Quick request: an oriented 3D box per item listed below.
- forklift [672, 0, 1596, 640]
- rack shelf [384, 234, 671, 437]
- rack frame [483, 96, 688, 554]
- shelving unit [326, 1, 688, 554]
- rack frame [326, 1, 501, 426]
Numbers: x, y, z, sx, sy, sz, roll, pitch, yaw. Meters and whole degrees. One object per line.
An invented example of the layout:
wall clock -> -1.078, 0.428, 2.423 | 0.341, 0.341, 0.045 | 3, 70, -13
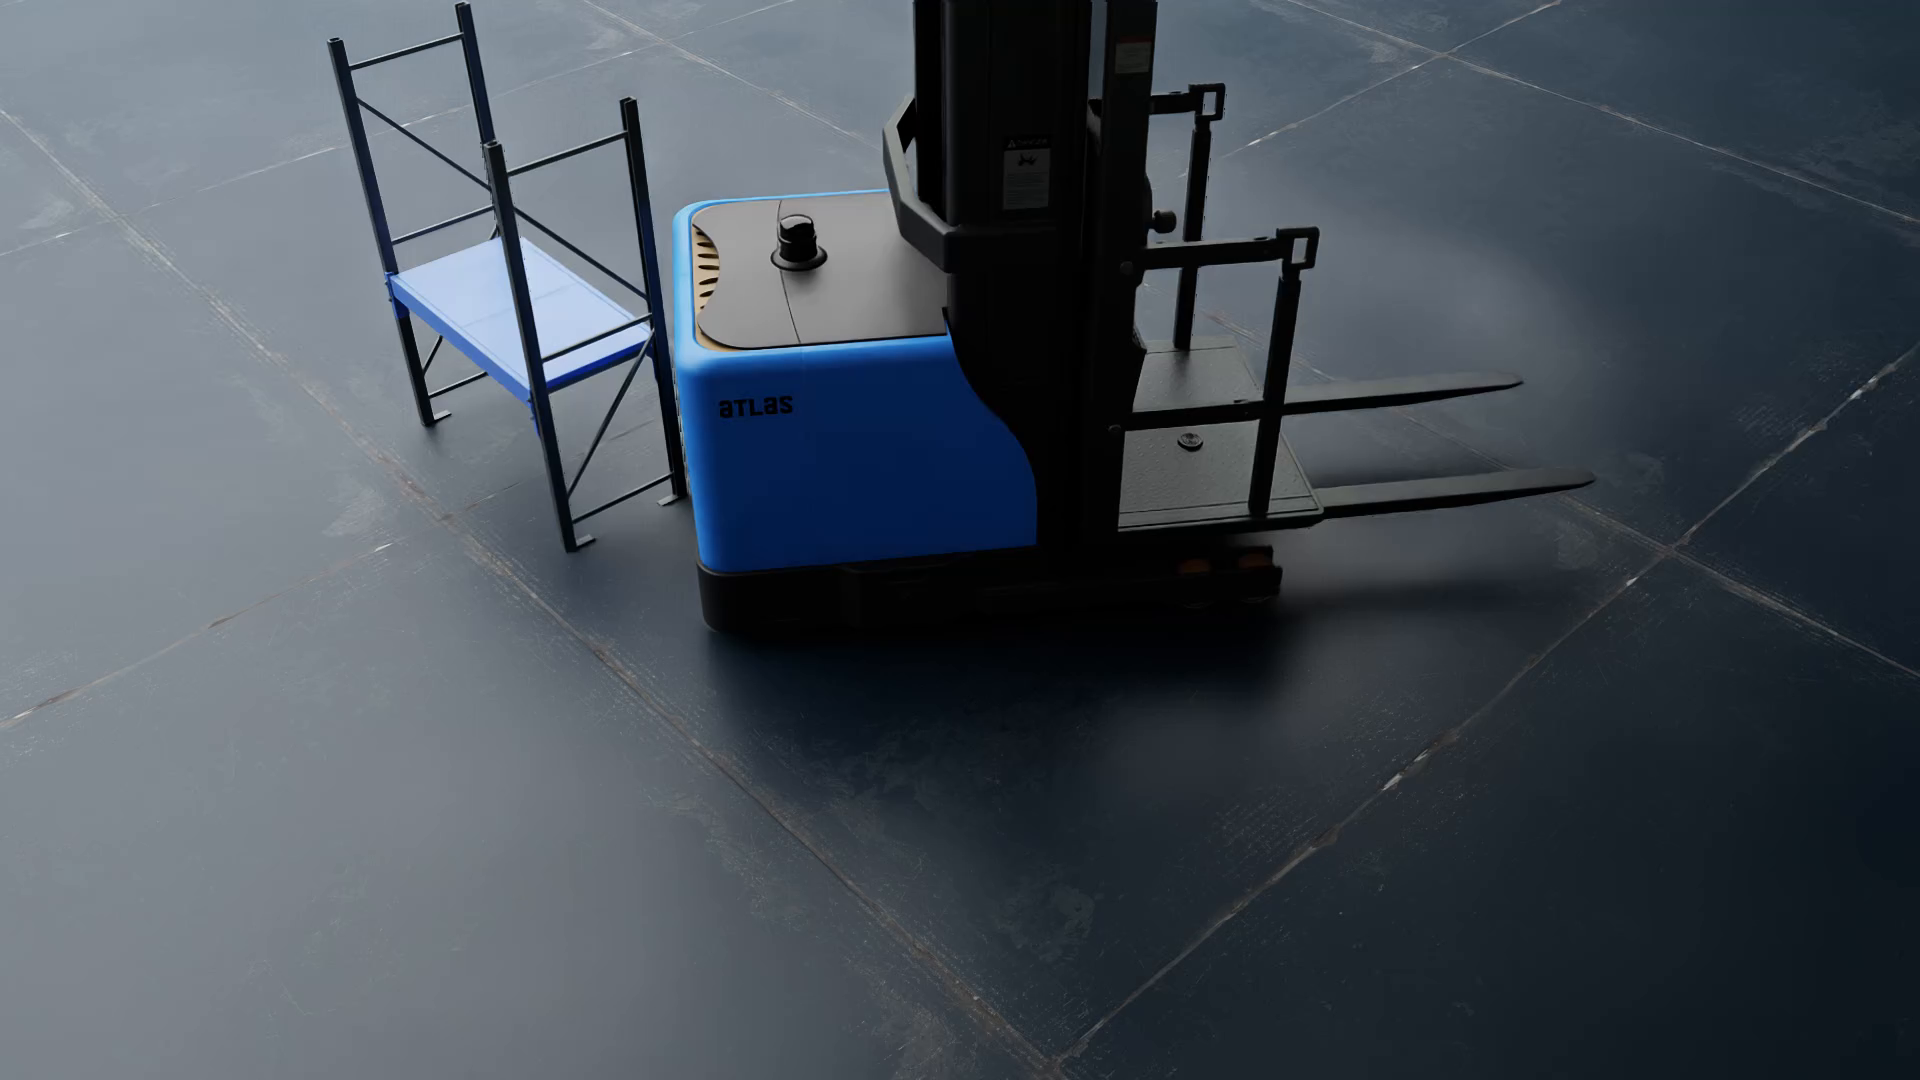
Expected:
forklift -> 0.615, -1.240, 4.953 | 3.031, 2.935, 1.130 | -5, 39, -6
rack shelf -> -1.509, -0.747, 5.767 | 0.538, 0.185, 1.000 | -29, 47, -31
rack frame -> -1.171, -0.648, 5.358 | 0.500, 1.500, 0.032 | -29, 47, -31
shelving unit -> -1.509, -0.887, 5.654 | 0.538, 1.500, 1.048 | -29, 47, -31
rack frame -> -1.846, -1.125, 5.950 | 0.500, 1.500, 0.032 | -29, 47, -31
